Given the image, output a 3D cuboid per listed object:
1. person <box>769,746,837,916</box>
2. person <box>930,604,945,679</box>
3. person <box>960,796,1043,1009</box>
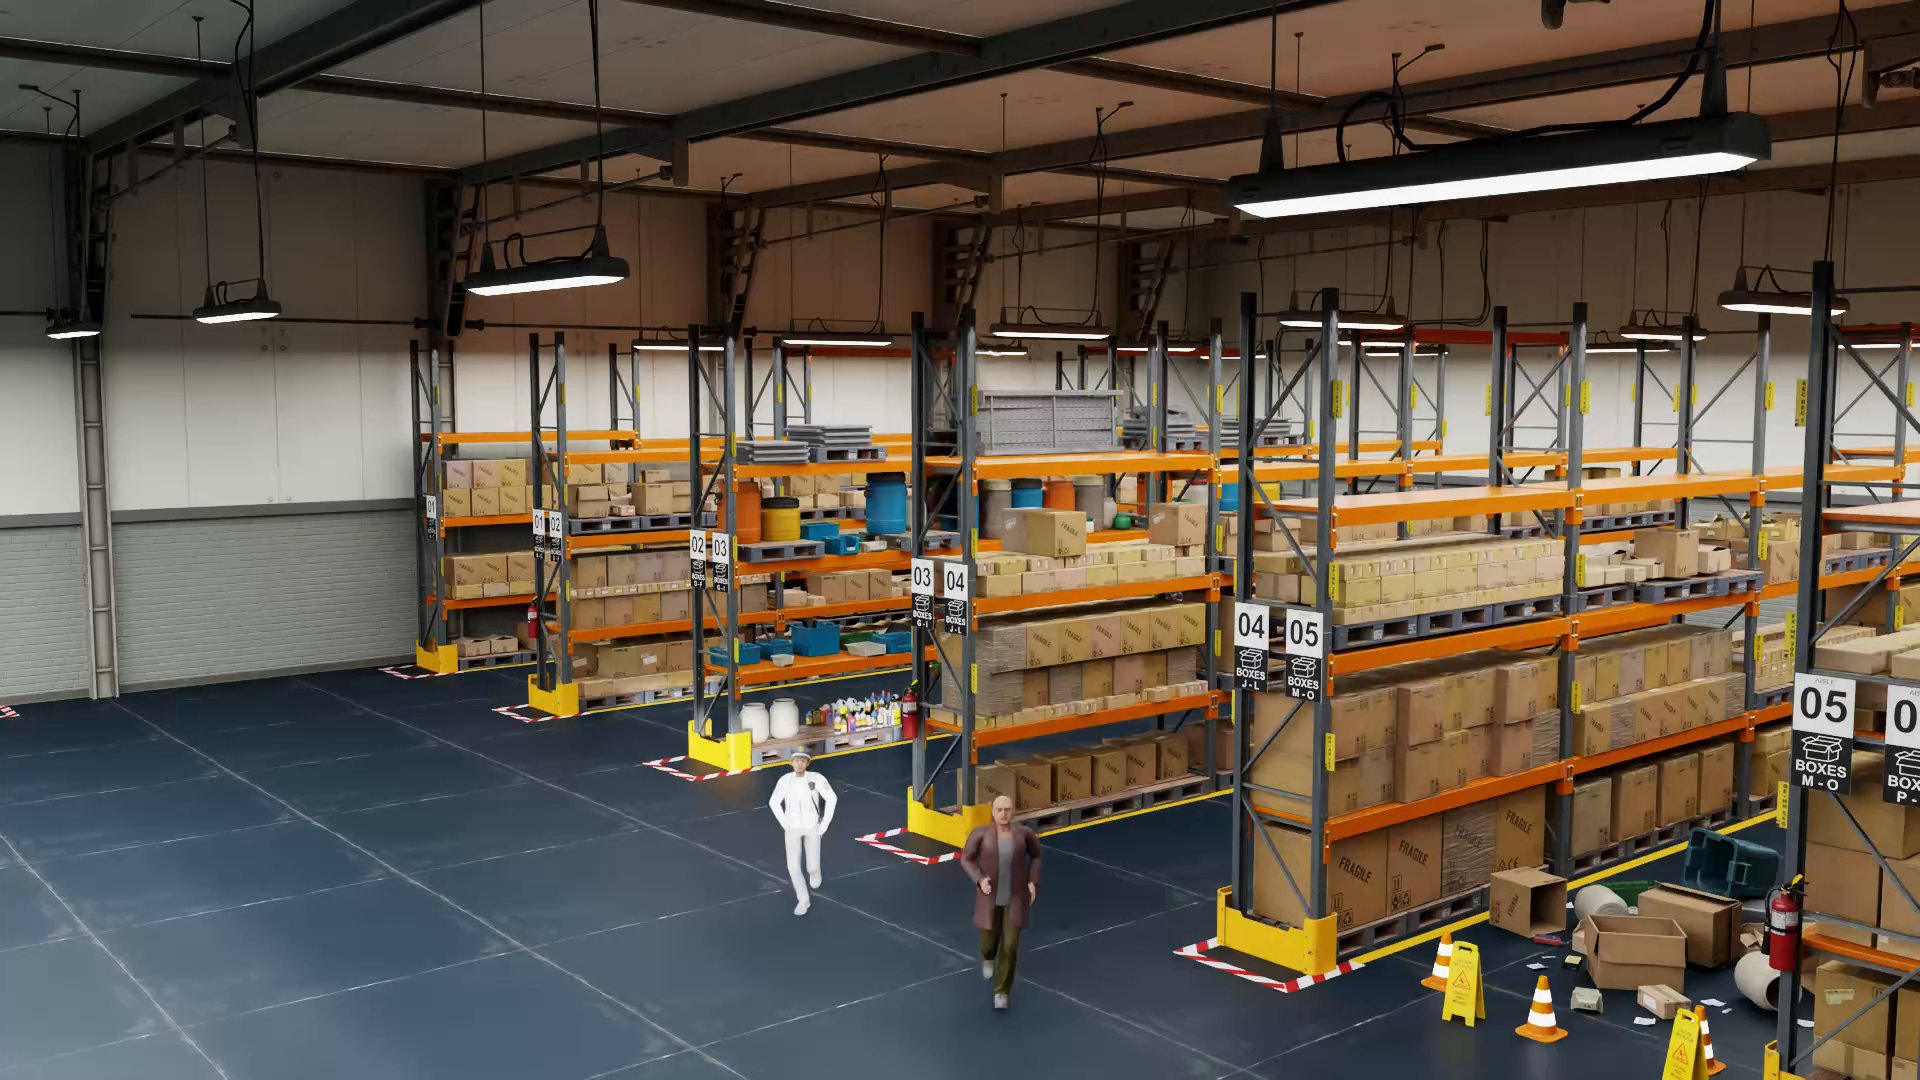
[{"bbox_3d":[-1.550,2.837,16.409,0.663,1.665,0.530,0,5,-1],"label":"person"},{"bbox_3d":[-0.248,1.400,28.044,0.745,1.880,0.650,-5,7,-42],"label":"person"},{"bbox_3d":[0.356,3.002,14.004,0.709,1.736,0.750,0,5,-2],"label":"person"}]
